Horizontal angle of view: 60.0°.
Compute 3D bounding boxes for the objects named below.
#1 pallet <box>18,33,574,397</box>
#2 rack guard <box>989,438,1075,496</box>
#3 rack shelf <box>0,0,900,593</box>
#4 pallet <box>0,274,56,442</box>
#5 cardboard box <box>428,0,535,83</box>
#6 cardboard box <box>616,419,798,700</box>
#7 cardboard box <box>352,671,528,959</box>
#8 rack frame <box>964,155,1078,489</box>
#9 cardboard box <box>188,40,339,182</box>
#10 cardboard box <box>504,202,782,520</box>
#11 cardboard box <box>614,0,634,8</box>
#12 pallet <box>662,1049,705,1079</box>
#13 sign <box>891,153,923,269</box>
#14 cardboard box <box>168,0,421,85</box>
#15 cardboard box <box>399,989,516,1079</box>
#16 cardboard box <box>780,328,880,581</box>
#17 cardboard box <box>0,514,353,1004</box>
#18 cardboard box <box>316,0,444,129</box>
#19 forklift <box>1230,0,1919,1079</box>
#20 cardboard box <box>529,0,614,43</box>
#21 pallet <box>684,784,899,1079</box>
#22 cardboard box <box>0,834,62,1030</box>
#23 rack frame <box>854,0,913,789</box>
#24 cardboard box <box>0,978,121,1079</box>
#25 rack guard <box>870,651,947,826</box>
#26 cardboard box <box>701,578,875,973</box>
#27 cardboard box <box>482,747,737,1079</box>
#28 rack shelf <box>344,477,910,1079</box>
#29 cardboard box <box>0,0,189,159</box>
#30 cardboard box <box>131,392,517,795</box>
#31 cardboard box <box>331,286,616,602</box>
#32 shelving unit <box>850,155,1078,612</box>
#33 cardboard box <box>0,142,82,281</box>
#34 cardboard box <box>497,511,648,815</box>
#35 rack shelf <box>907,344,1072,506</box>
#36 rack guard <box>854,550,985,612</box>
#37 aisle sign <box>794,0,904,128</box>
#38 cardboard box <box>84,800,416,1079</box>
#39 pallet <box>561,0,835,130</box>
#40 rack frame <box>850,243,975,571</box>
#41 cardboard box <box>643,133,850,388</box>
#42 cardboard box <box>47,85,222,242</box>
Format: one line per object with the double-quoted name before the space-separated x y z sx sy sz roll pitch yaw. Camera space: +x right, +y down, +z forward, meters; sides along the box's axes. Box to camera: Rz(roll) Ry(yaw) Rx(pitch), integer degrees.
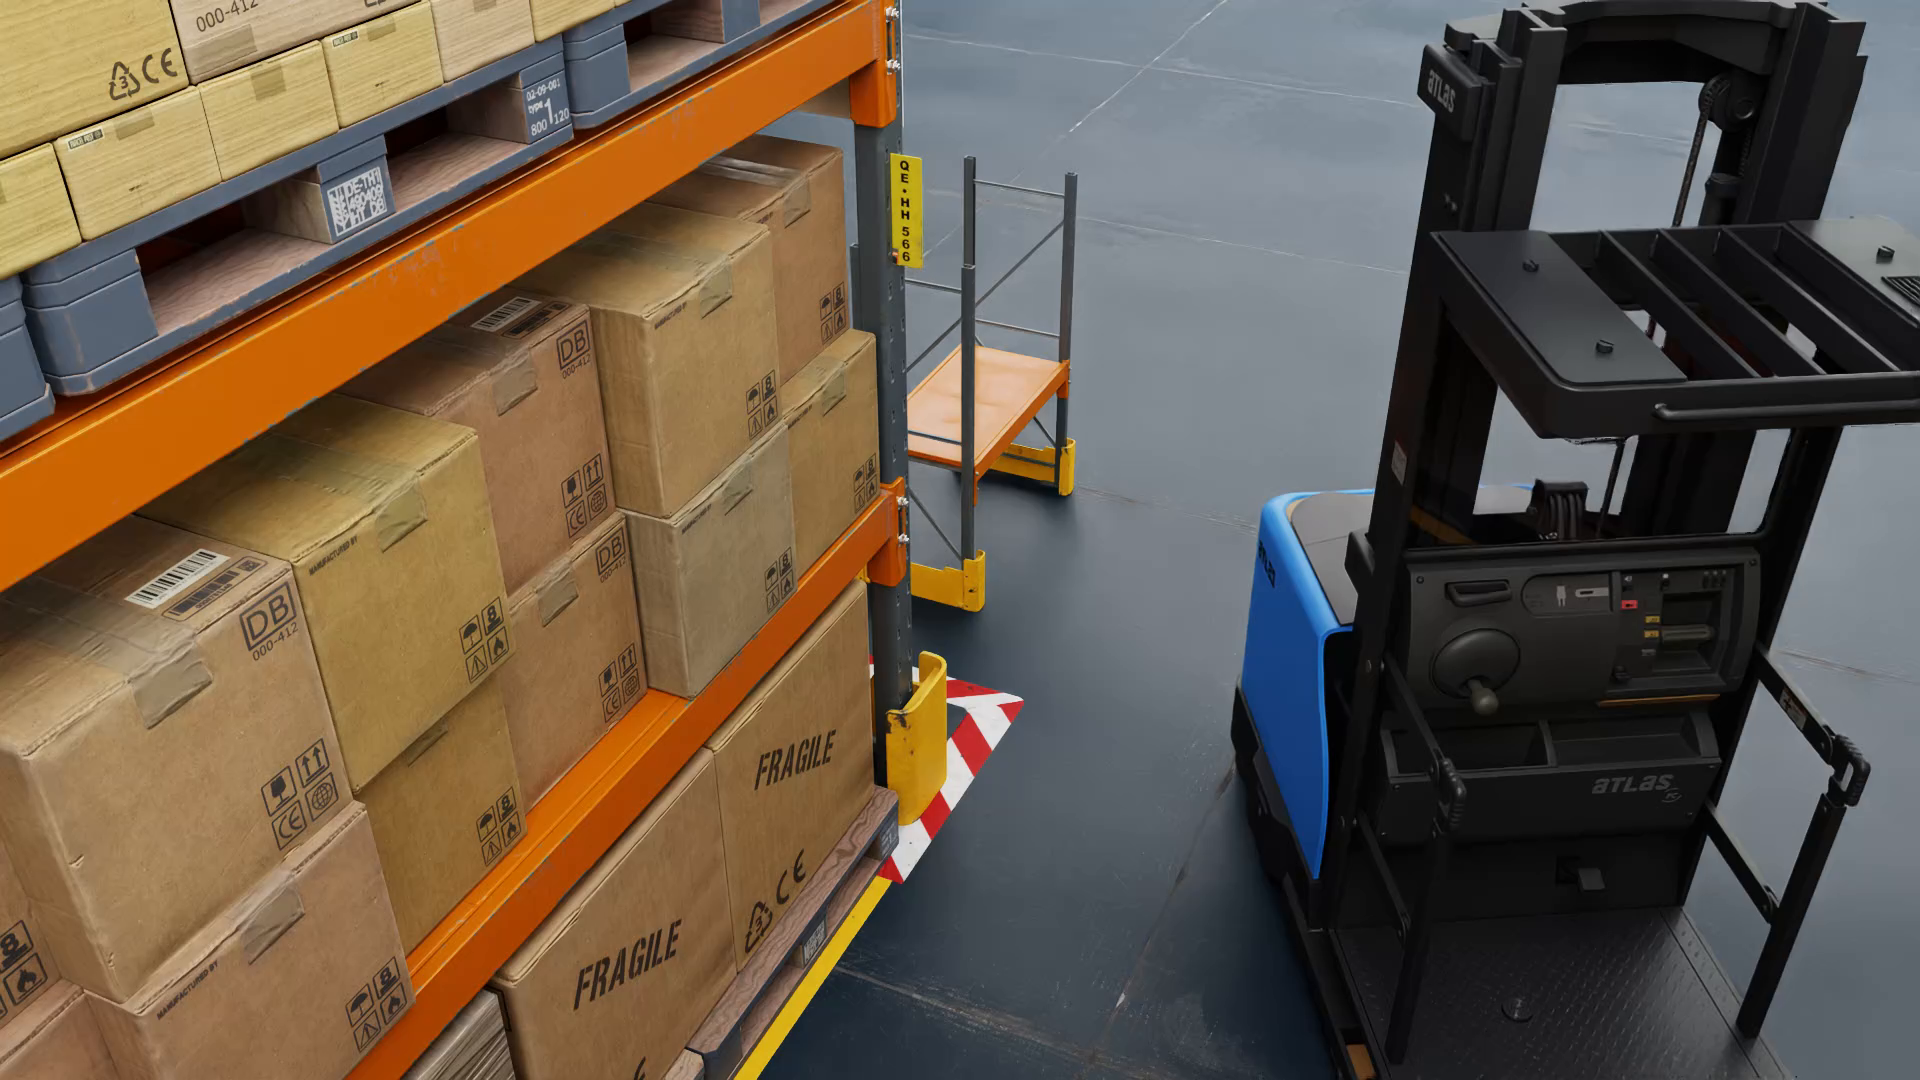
"pallet" -1.448 -0.698 2.925 1.003 0.211 1.213 14 36 20
"rack guard" 0.240 -0.391 7.618 0.587 0.250 0.087 14 36 20
"rack shelf" -1.475 -0.420 3.076 1.077 0.370 4.000 14 36 20
"pallet" -1.960 -0.093 2.002 1.003 0.211 1.213 14 36 20
"cardboard box" -1.001 -0.954 2.988 0.380 0.149 0.250 14 36 21
"cardboard box" -0.962 -0.051 4.456 0.875 0.550 0.550 14 36 20
"cardboard box" -1.495 0.472 3.658 0.875 0.550 0.500 14 36 20
"rack frame" 0.248 -0.923 7.290 0.500 1.500 0.032 14 36 20
"cardboard box" -1.214 -0.698 2.599 0.380 0.149 0.250 15 36 21
"cardboard box" -0.975 -0.506 4.165 0.875 0.550 0.550 14 36 20
"cardboard box" -0.789 -1.207 3.375 0.380 0.149 0.250 15 36 21
"pallet" -1.413 1.725 4.427 1.003 0.211 1.213 14 36 20
"sign" -0.151 -0.915 4.637 0.100 0.325 0.005 14 36 20
"cardboard box" -1.221 -0.939 2.602 0.500 0.250 0.500 15 36 21
"cardboard box" -1.611 1.495 3.789 0.875 0.875 0.875 14 36 21
"cardboard box" -0.752 -0.330 4.881 0.875 0.550 0.550 14 36 20
"cardboard box" -1.651 0.301 2.934 0.875 0.550 0.550 14 36 20
"cardboard box" -1.108 -0.827 2.795 0.380 0.149 0.250 15 36 21
"forklift" 1.633 0.297 4.124 1.130 2.935 3.031 -3 33 -4
"cardboard box" -0.895 -1.079 3.180 0.380 0.149 0.250 14 36 20
"pallet" -0.901 1.120 5.350 1.003 0.211 1.213 14 36 20
"cardboard box" -2.001 0.539 2.571 0.875 0.550 0.550 14 36 20
"rack frame" -0.638 -0.463 5.220 1.000 3.000 0.127 14 36 20
"cardboard box" -1.958 1.001 2.851 0.875 0.550 0.550 14 36 20
"rack guard" -0.628 0.571 5.924 1.175 0.500 0.348 14 36 20
"cardboard box" -0.862 0.603 5.150 0.875 0.875 0.875 14 36 21
"cardboard box" -1.228 1.042 4.481 0.875 0.875 0.875 14 36 20
"rack shelf" -1.475 0.834 3.898 1.077 0.370 4.000 14 36 20
"cardboard box" -1.432 -0.686 2.217 0.500 0.250 0.500 14 36 20
"cardboard box" -1.436 0.035 3.339 0.875 0.550 0.500 14 36 20
"cardboard box" -1.332 -0.258 3.787 0.875 0.550 0.550 14 36 20
"shelving unit" 0.032 -0.665 6.897 0.587 1.500 1.083 14 36 20
"cardboard box" -1.426 -0.448 2.217 0.380 0.149 0.250 14 36 20
"cardboard box" -1.311 0.199 4.075 0.875 0.550 0.550 14 36 20
"rack shelf" 0.036 -0.519 7.002 0.538 0.185 1.000 14 36 20
"rack guard" -0.176 0.106 6.861 0.587 0.250 0.087 14 36 20
"aisle sign" -0.336 -1.516 4.456 0.394 0.787 0.004 14 36 20
"cardboard box" -1.626 0.759 3.220 0.875 0.550 0.550 14 36 20
"pallet" -0.939 -1.308 3.855 1.003 0.211 1.213 14 36 20
"rack frame" -0.177 -0.416 6.517 0.500 1.500 0.032 14 36 20
"cardboard box" -0.828 -0.801 4.615 0.875 0.550 0.550 14 36 20
"cardboard box" -1.319 -0.575 2.411 0.380 0.149 0.250 14 36 21
